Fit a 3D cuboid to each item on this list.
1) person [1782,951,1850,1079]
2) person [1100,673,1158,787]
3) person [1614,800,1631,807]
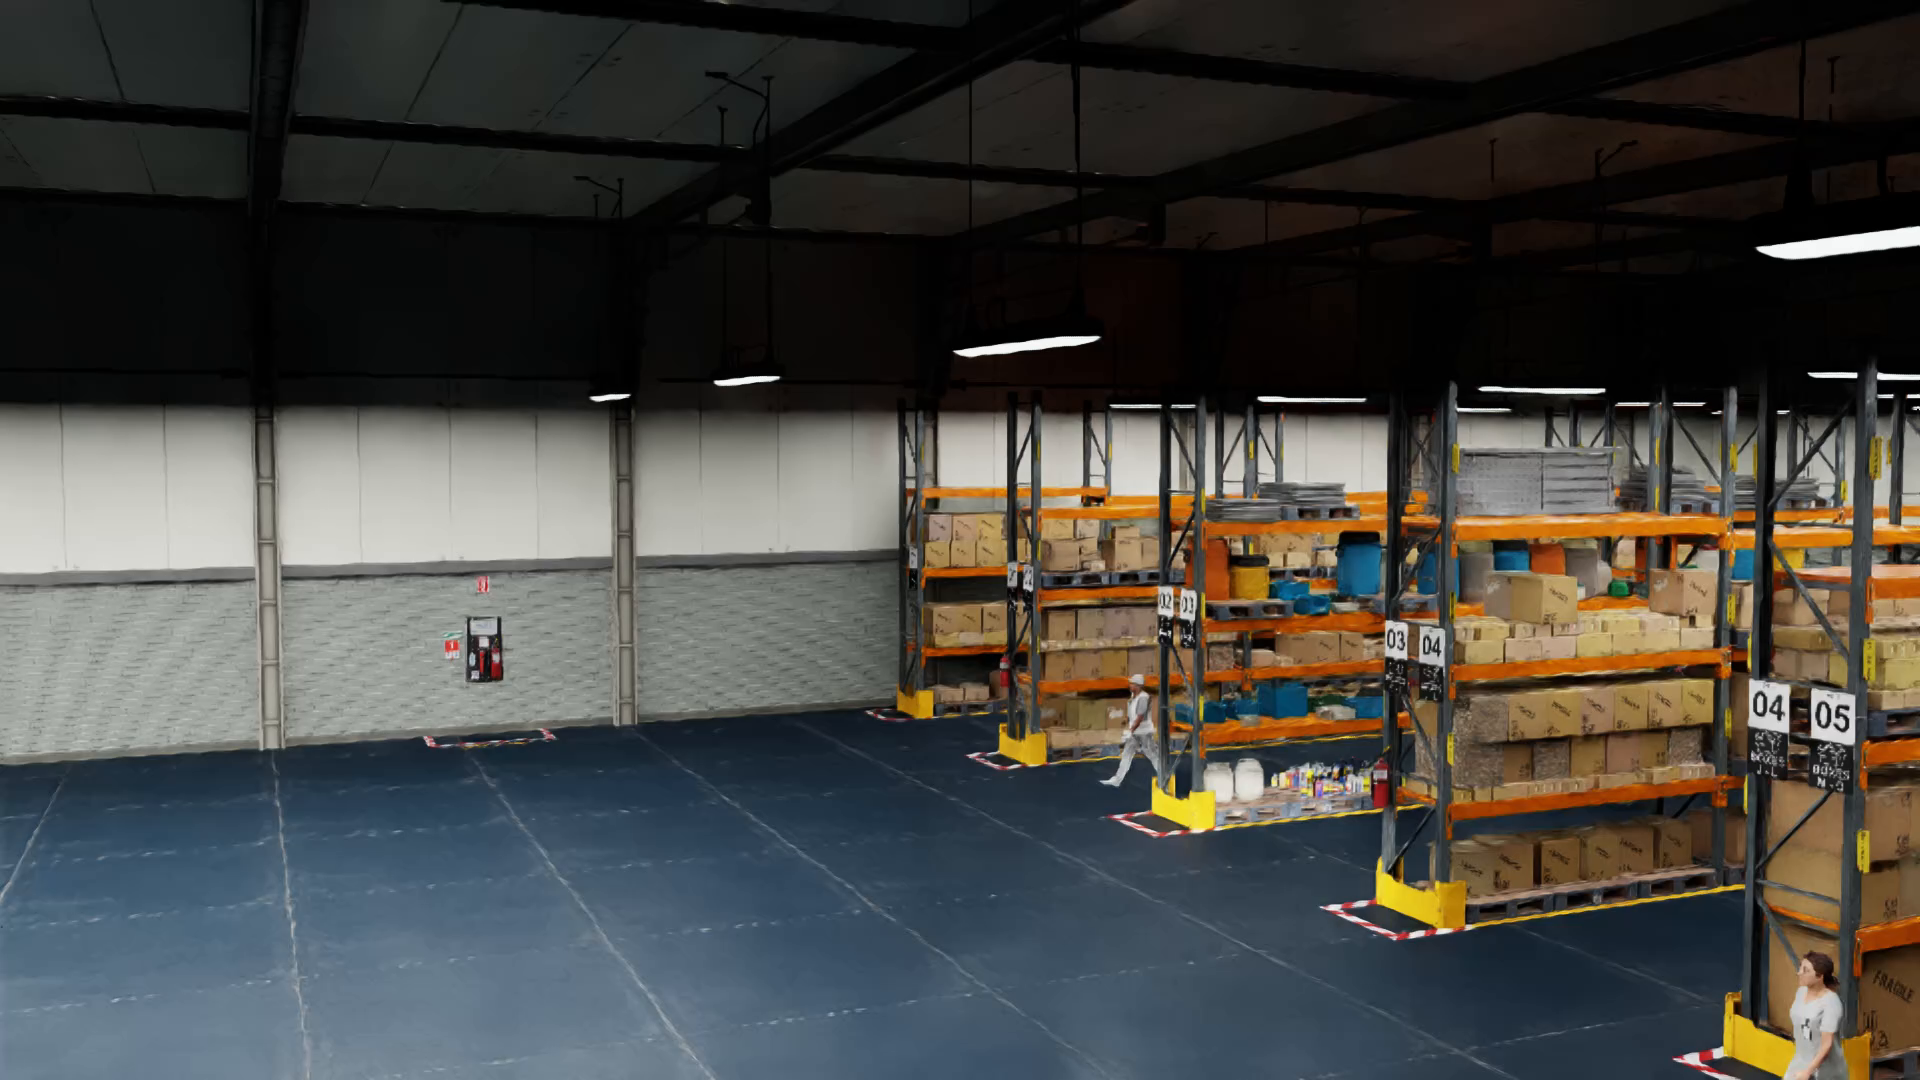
[{"bbox_3d":[5.965,3.665,11.597,1.018,1.605,0.444,-1,3,-15],"label":"person"},{"bbox_3d":[2.628,2.839,24.709,1.024,1.721,0.555,-1,3,-14],"label":"person"},{"bbox_3d":[9.597,2.902,23.732,1.097,1.710,0.554,-2,4,-32],"label":"person"}]
